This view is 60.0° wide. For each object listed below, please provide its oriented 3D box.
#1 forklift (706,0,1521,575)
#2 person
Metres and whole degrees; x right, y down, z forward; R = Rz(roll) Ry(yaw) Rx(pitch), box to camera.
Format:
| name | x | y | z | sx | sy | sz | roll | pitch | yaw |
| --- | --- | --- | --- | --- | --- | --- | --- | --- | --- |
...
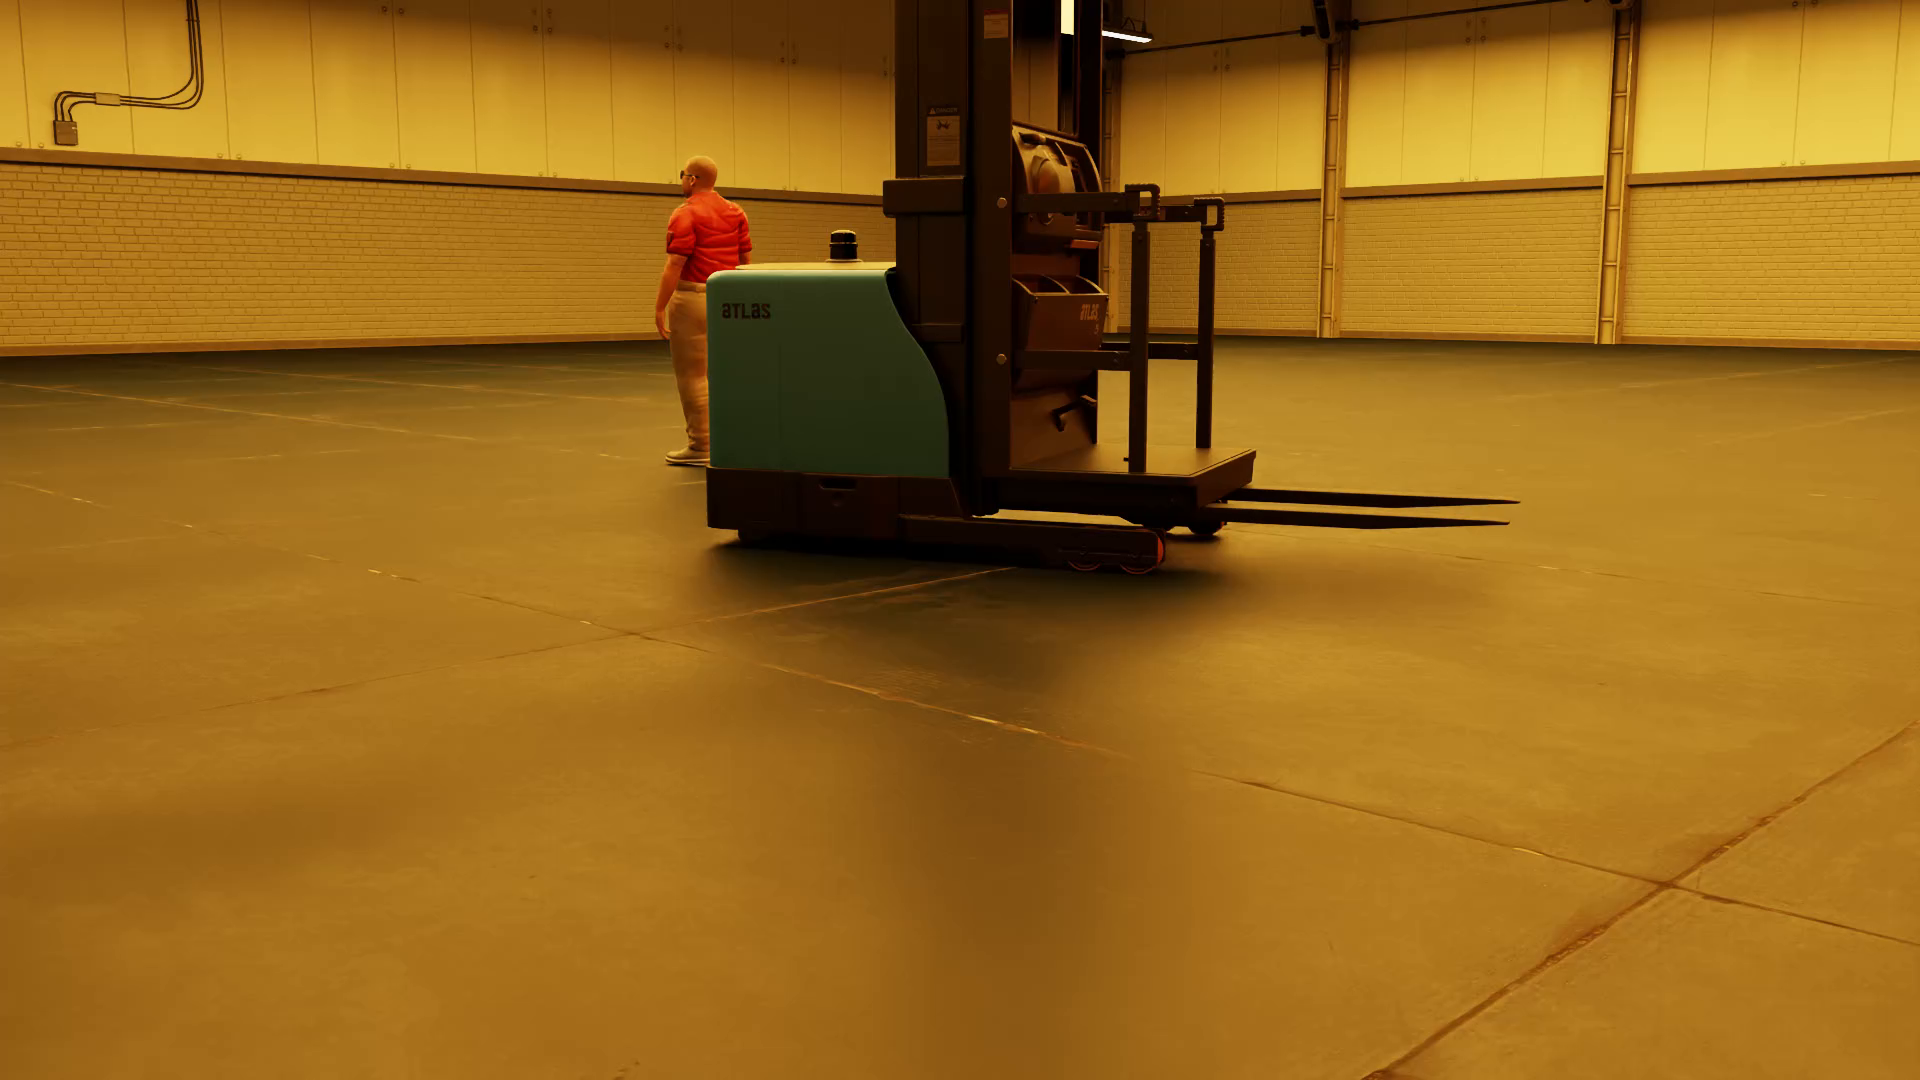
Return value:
| name | x | y | z | sx | sy | sz | roll | pitch | yaw |
| --- | --- | --- | --- | --- | --- | --- | --- | --- | --- |
| forklift | 0.565 | -1.416 | 6.275 | 3.031 | 2.935 | 1.130 | 3 | 9 | 22 |
| person | -1.526 | -1.301 | 9.502 | 0.550 | 1.729 | 0.642 | 7 | 11 | 39 |
